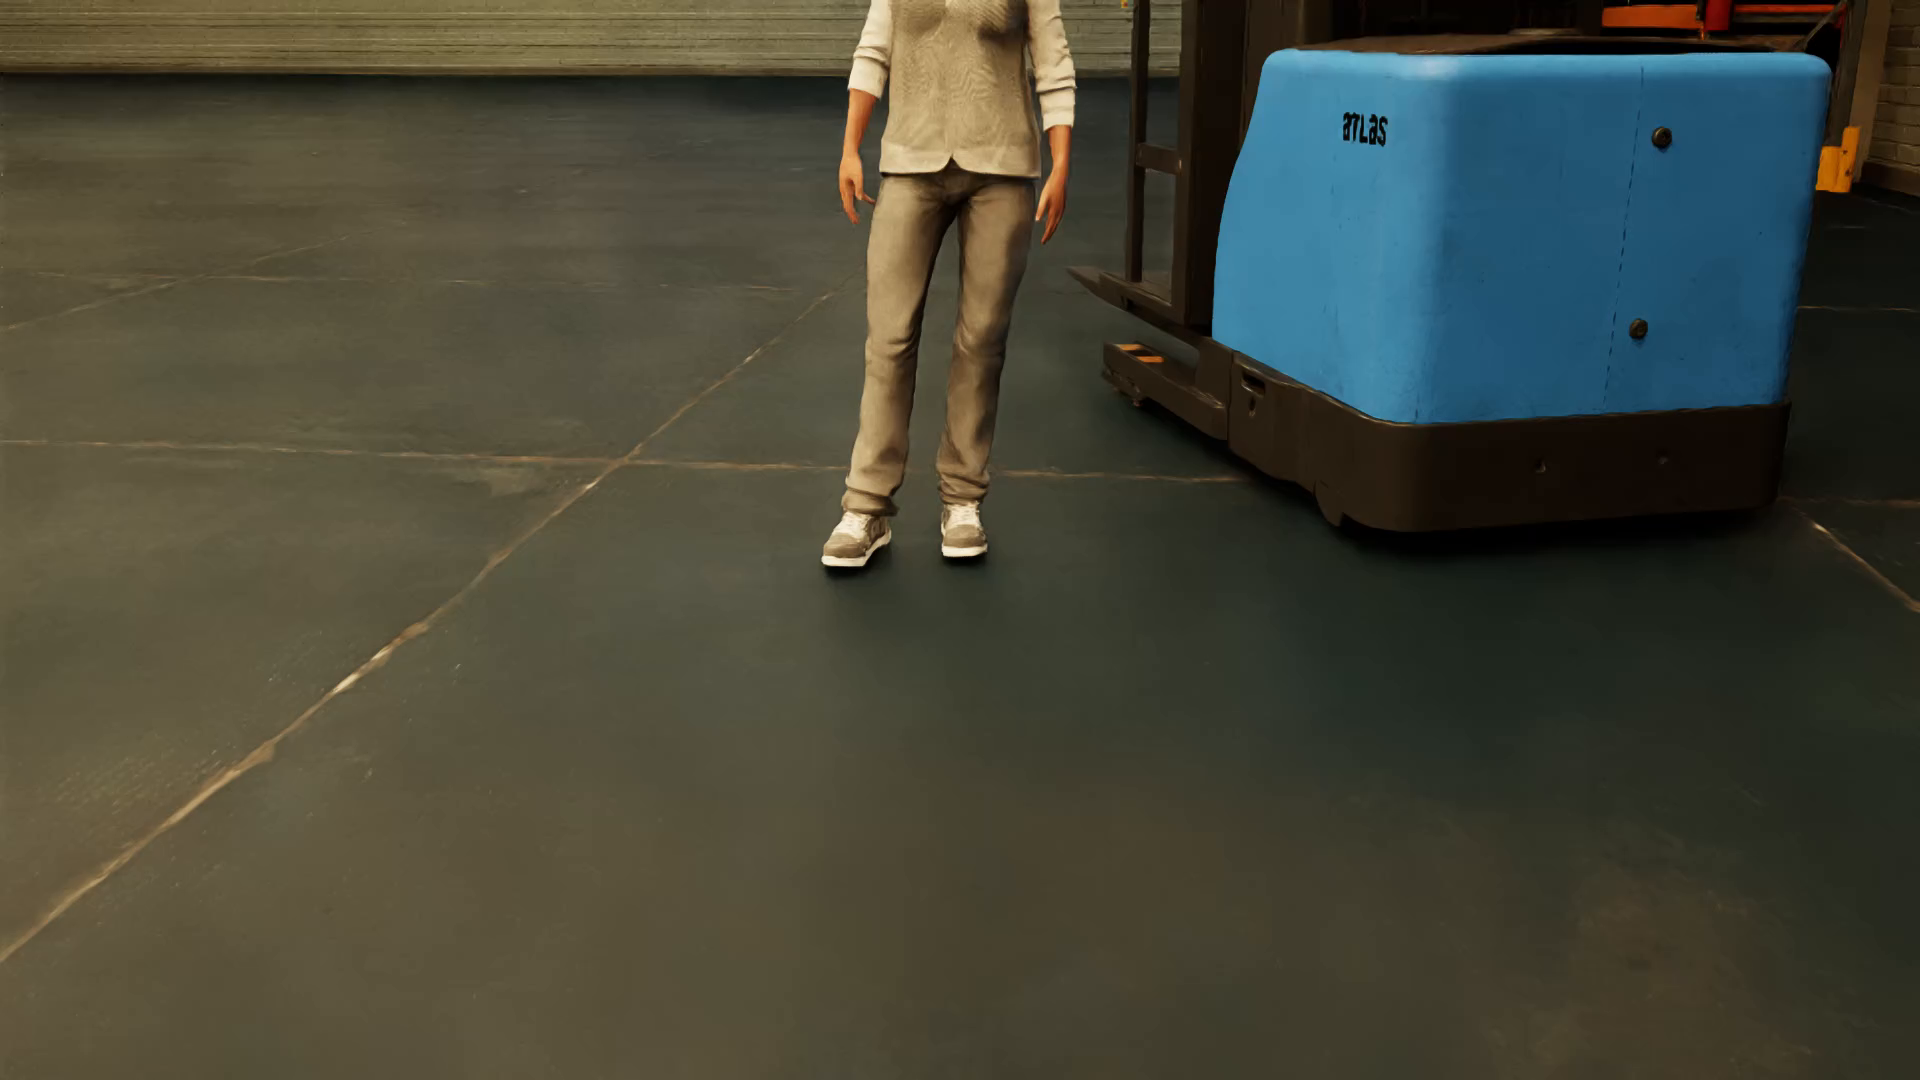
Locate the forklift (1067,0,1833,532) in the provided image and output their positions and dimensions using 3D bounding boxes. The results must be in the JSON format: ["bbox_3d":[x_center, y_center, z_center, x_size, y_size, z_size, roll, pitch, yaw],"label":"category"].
[{"bbox_3d":[1.082,-1.818,4.718,1.130,2.935,3.031,-4,18,-12],"label":"forklift"}]

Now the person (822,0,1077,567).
[{"bbox_3d":[-0.023,-0.747,3.515,0.521,1.597,0.474,2,18,7],"label":"person"}]
